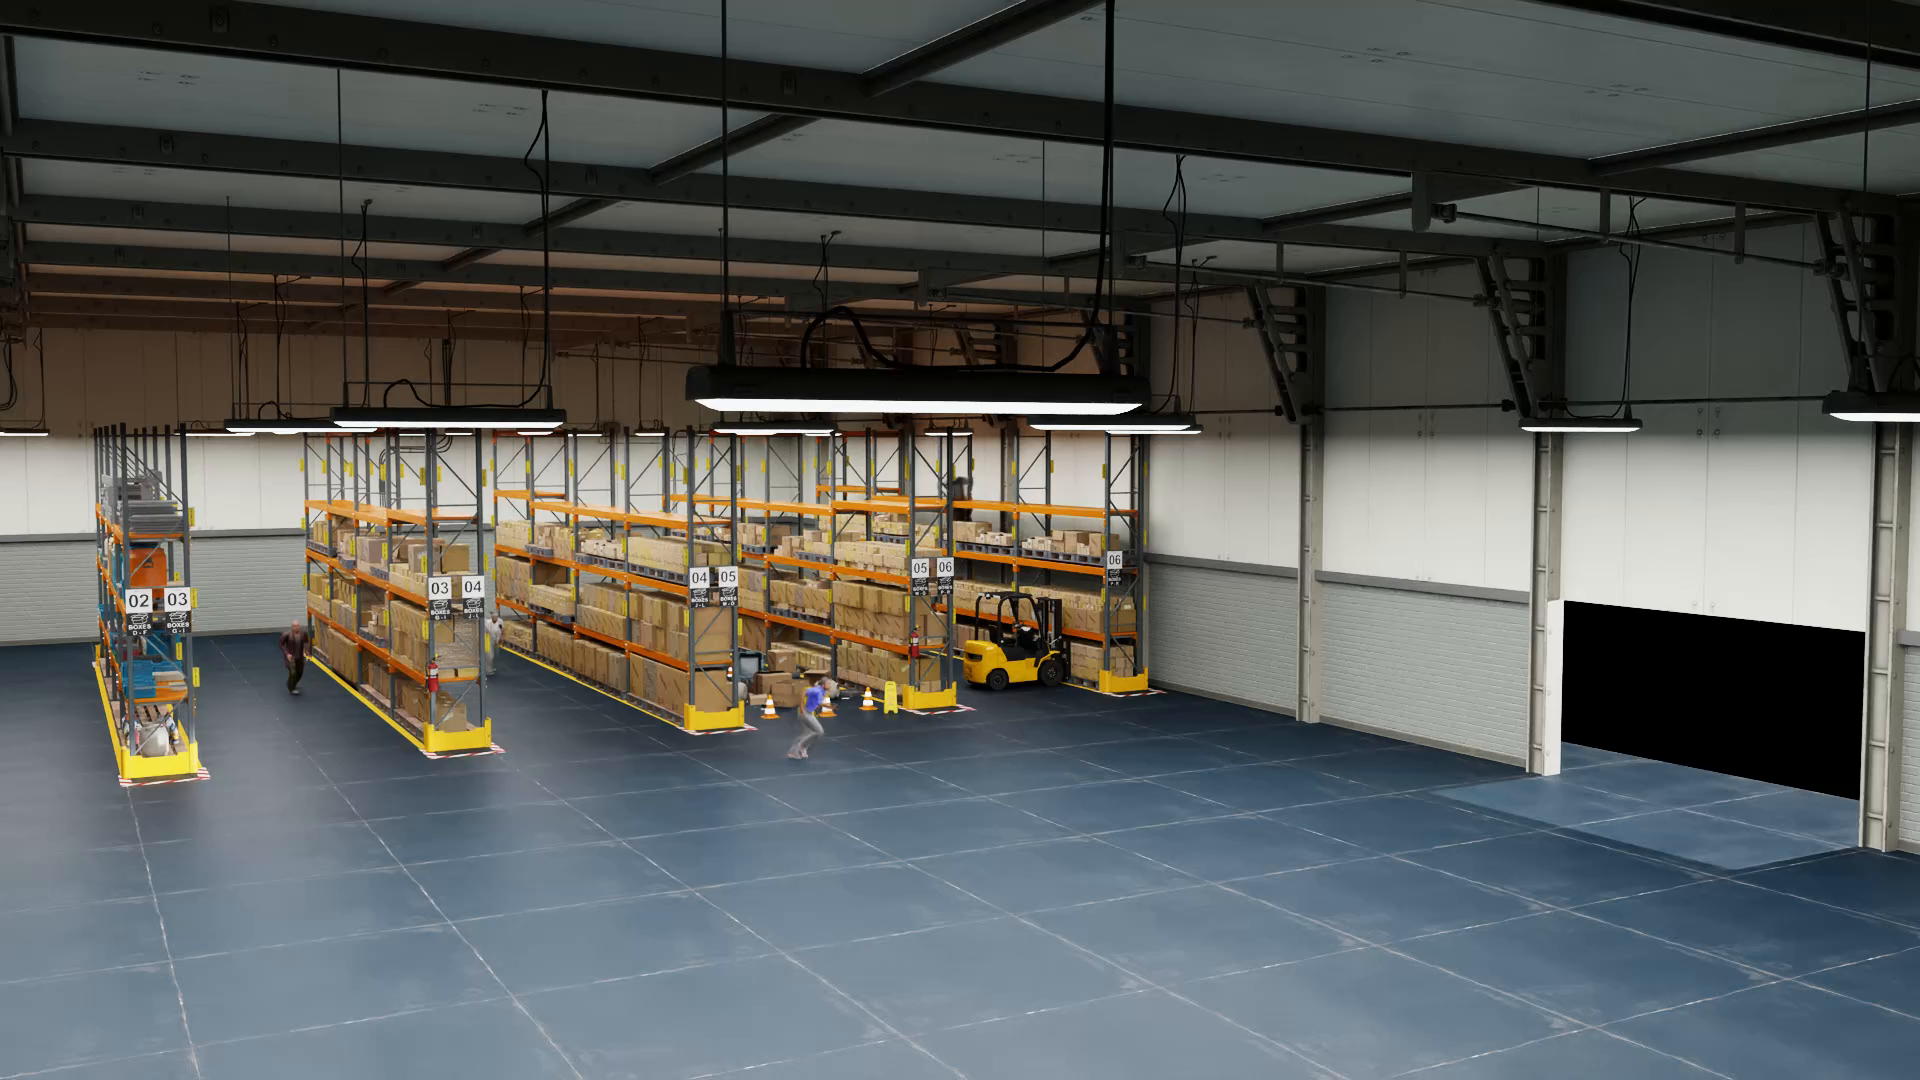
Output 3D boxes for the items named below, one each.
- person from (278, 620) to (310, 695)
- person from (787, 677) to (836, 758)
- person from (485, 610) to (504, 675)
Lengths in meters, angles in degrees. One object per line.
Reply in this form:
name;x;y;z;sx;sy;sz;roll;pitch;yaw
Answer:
person;-14.980;2.616;37.345;0.884;1.685;0.714;3;5;40
person;-2.663;3.175;29.658;0.888;1.486;0.606;0;3;7
person;-11.400;2.478;40.444;0.863;1.597;0.712;3;4;37
